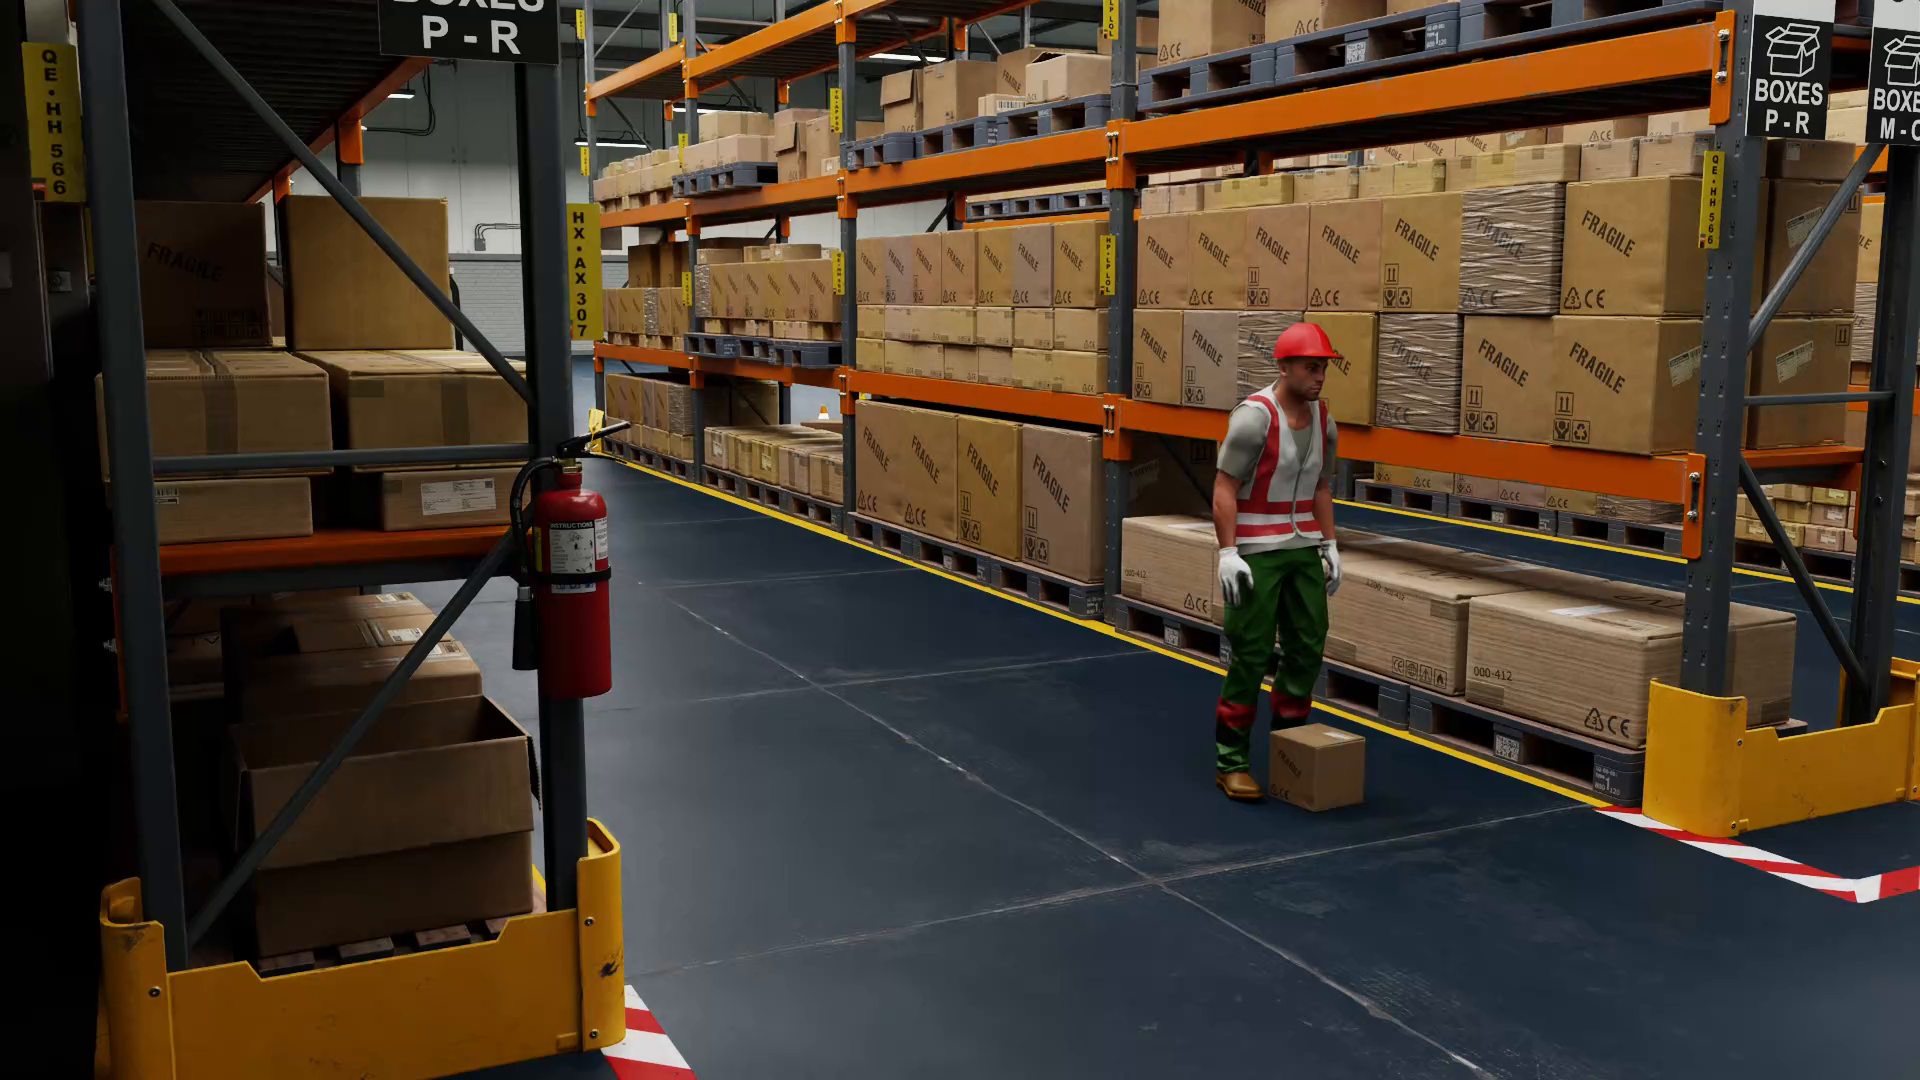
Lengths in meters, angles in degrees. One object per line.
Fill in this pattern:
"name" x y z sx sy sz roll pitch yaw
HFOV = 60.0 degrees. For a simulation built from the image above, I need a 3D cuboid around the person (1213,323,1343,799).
"person" 1.219 0.070 6.319 0.610 1.777 0.451 -5 10 -31
